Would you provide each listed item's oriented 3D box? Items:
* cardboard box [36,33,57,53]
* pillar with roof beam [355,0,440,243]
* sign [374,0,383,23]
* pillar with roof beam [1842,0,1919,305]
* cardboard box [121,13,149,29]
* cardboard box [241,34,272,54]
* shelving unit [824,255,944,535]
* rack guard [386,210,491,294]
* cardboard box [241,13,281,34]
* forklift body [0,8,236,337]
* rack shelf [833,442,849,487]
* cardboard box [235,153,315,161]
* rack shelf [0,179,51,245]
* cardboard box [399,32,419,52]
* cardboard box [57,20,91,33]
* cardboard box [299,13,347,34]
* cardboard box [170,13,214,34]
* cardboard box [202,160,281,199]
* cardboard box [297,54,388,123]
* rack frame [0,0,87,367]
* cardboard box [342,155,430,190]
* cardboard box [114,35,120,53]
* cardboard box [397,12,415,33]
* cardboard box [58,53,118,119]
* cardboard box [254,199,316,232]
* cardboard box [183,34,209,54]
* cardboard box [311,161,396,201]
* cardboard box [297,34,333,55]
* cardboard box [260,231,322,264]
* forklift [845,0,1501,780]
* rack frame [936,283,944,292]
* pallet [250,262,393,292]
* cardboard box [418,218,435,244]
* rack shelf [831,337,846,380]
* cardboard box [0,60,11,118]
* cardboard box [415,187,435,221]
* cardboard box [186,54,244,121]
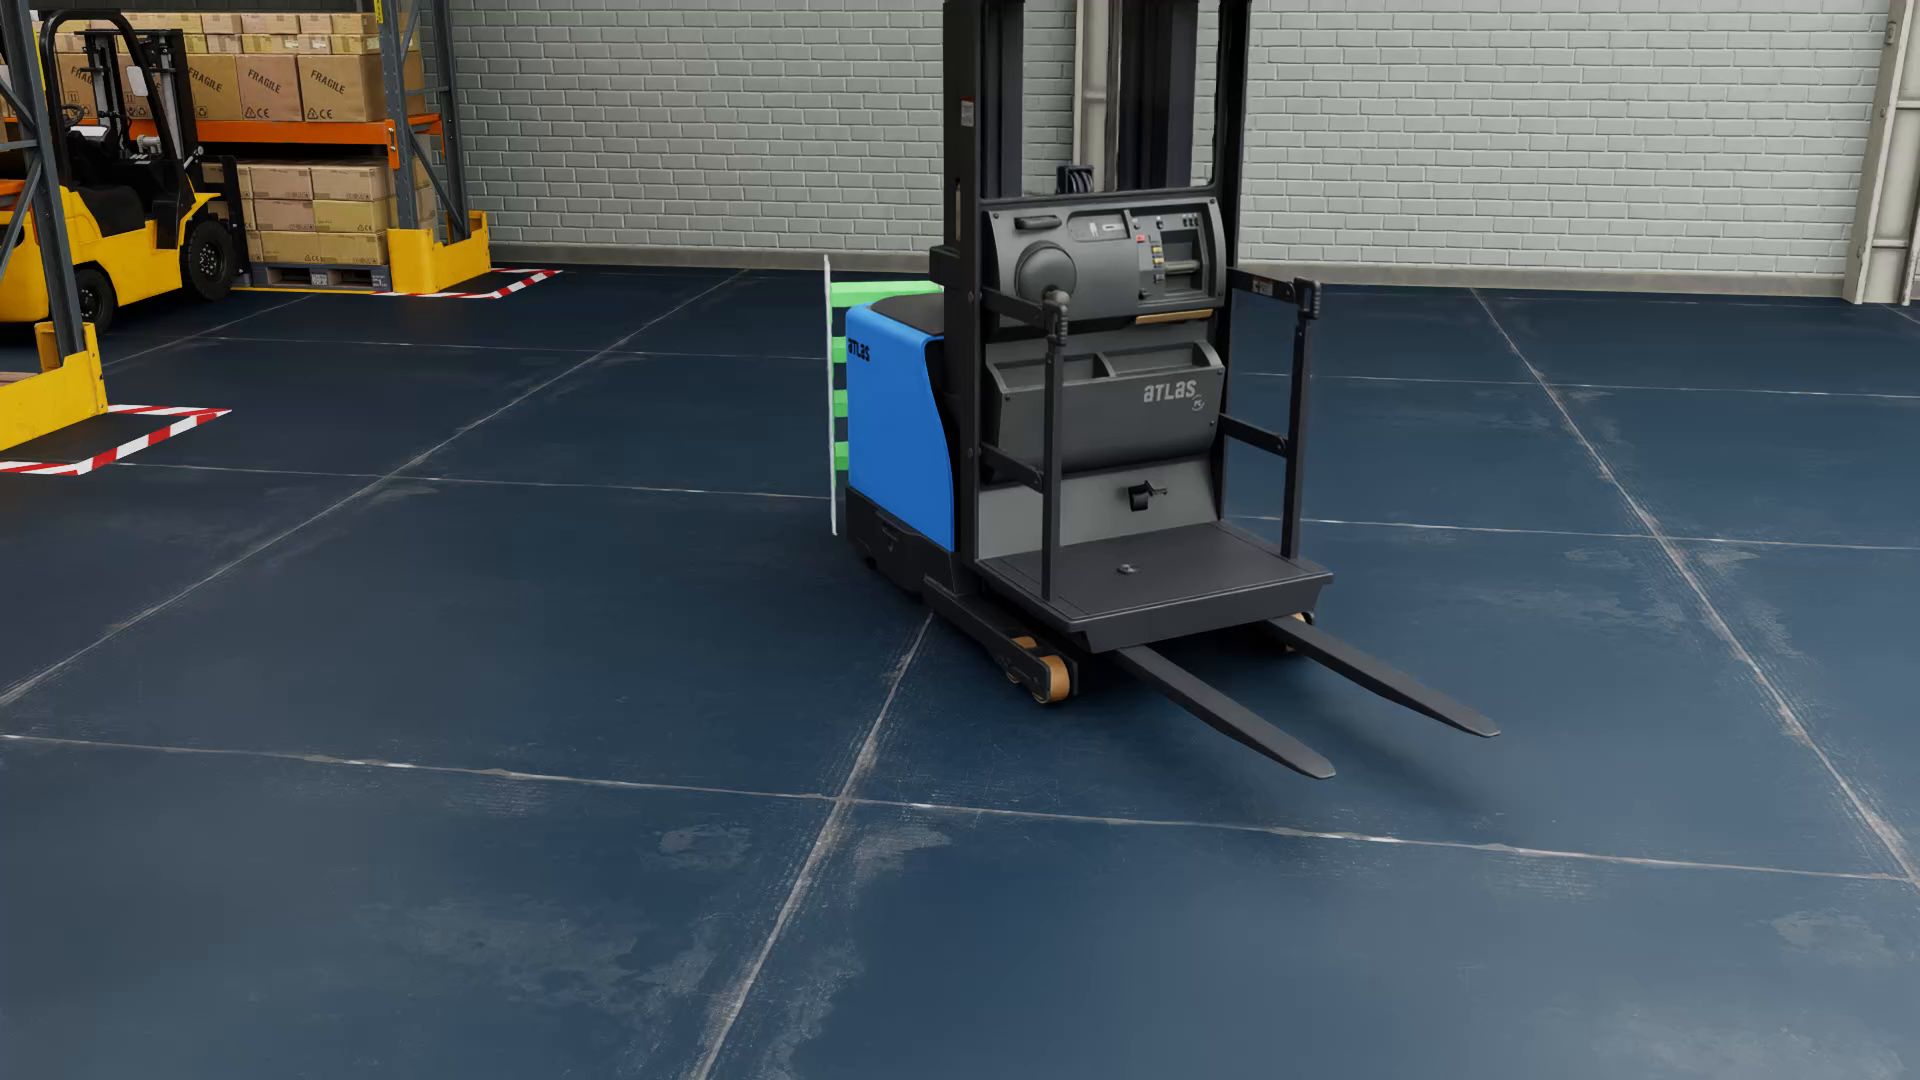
[{"bbox_3d":[-7.188,-3.954,13.213,0.250,0.149,0.380,3,19,10],"label":"cardboard box"},{"bbox_3d":[-5.489,-5.362,9.148,0.400,9.000,9.100,3,19,9],"label":"pillar with roof beam"},{"bbox_3d":[-4.361,-4.041,12.454,0.005,0.325,0.100,3,19,9],"label":"sign"},{"bbox_3d":[6.359,-4.758,7.343,0.400,9.000,9.100,3,19,9],"label":"pillar with roof beam"},{"bbox_3d":[-6.410,-4.090,13.151,0.250,0.149,0.380,3,19,9],"label":"cardboard box"},{"bbox_3d":[-5.395,-3.885,13.008,0.250,0.149,0.380,3,19,8],"label":"cardboard box"},{"bbox_3d":[-0.327,-0.638,7.320,0.503,1.200,0.258,-2,19,-6],"label":"shelving unit"},{"bbox_3d":[-4.238,-2.362,13.575,0.348,0.500,1.175,3,19,9],"label":"rack guard"},{"bbox_3d":[-5.394,-4.040,13.001,0.250,0.149,0.380,3,19,9],"label":"cardboard box"},{"bbox_3d":[-6.423,-2.670,11.894,1.214,2.155,2.313,3,19,9],"label":"forklift body"},{"bbox_3d":[-0.327,-0.350,7.417,0.480,0.148,0.258,-2,19,-6],"label":"rack shelf"},{"bbox_3d":[-5.692,-3.054,13.799,0.500,0.250,0.500,3,19,8],"label":"cardboard box"},{"bbox_3d":[-7.020,-1.753,8.949,4.000,0.370,1.077,3,19,9],"label":"rack shelf"},{"bbox_3d":[-4.555,-4.002,13.357,0.250,0.149,0.380,2,19,7],"label":"cardboard box"},{"bbox_3d":[-6.919,-4.093,13.158,0.250,0.149,0.380,3,19,8],"label":"cardboard box"},{"bbox_3d":[-4.897,-3.999,12.880,0.250,0.149,0.380,3,19,9],"label":"cardboard box"},{"bbox_3d":[-5.925,-4.030,12.970,0.250,0.149,0.380,3,19,10],"label":"cardboard box"},{"bbox_3d":[-5.770,-2.890,13.308,0.500,0.250,0.500,3,19,9],"label":"cardboard box"},{"bbox_3d":[-4.789,-3.539,12.994,0.500,0.500,0.500,3,19,7],"label":"cardboard box"},{"bbox_3d":[-5.045,-1.993,8.534,0.127,3.000,1.000,3,19,9],"label":"rack frame"},{"bbox_3d":[-4.706,-3.002,13.642,0.500,0.250,0.500,3,19,8],"label":"cardboard box"},{"bbox_3d":[-6.679,-3.933,13.151,0.250,0.149,0.380,2,19,7],"label":"cardboard box"},{"bbox_3d":[-4.559,-4.129,13.266,0.250,0.149,0.380,3,19,8],"label":"cardboard box"},{"bbox_3d":[-6.797,-3.647,13.318,0.500,0.500,0.500,3,19,8],"label":"cardboard box"},{"bbox_3d":[-5.285,-2.636,13.338,0.500,0.250,0.500,3,19,8],"label":"cardboard box"},{"bbox_3d":[-5.919,-3.890,13.023,0.250,0.149,0.380,3,19,9],"label":"cardboard box"},{"bbox_3d":[-4.766,-2.844,13.170,0.500,0.250,0.500,4,19,10],"label":"cardboard box"},{"bbox_3d":[-4.905,-3.837,12.863,0.250,0.149,0.380,3,19,10],"label":"cardboard box"},{"bbox_3d":[-5.265,-2.397,13.410,0.500,0.250,0.500,3,19,9],"label":"cardboard box"},{"bbox_3d":[0.624,-0.993,5.652,1.130,2.935,3.031,-9,21,-25],"label":"forklift"},{"bbox_3d":[-0.084,-0.647,7.345,0.015,1.200,0.240,-2,19,-6],"label":"rack frame"},{"bbox_3d":[-5.023,-2.252,13.700,1.213,0.211,1.003,3,19,9],"label":"pallet"},{"bbox_3d":[-4.715,-2.530,13.808,0.500,0.250,0.500,3,19,9],"label":"cardboard box"},{"bbox_3d":[-0.327,-0.805,7.264,0.480,0.148,0.258,-2,19,-6],"label":"rack shelf"},{"bbox_3d":[-7.814,-3.693,13.456,0.500,0.500,0.500,2,19,7],"label":"cardboard box"},{"bbox_3d":[-4.693,-2.770,13.737,0.500,0.250,0.500,3,19,10],"label":"cardboard box"},{"bbox_3d":[-5.806,-3.593,13.158,0.500,0.500,0.500,3,19,8],"label":"cardboard box"}]
